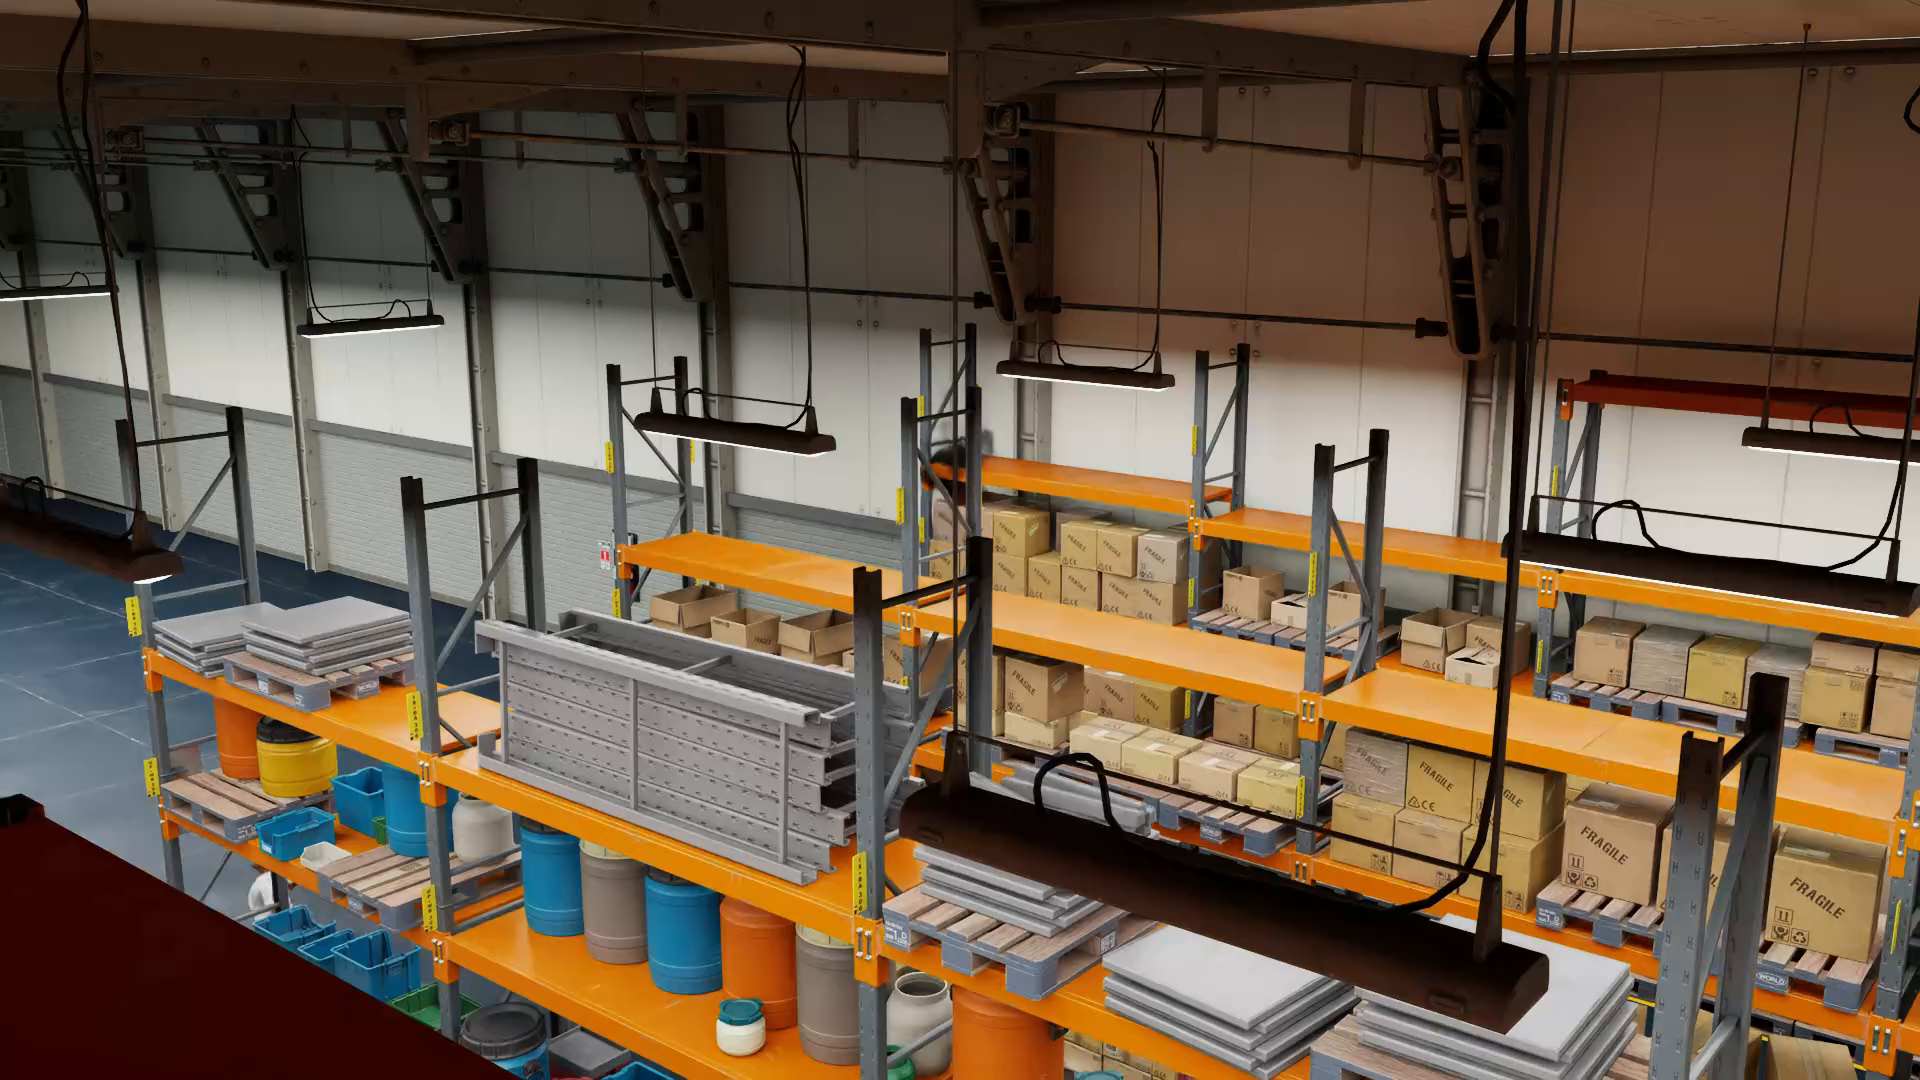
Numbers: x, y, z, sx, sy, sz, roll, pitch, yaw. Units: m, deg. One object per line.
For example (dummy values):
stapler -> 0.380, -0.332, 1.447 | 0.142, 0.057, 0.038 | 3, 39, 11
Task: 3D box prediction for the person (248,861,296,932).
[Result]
person -> -6.517, 3.707, 15.934 | 0.796, 1.750, 0.713 | 0, 13, 0
